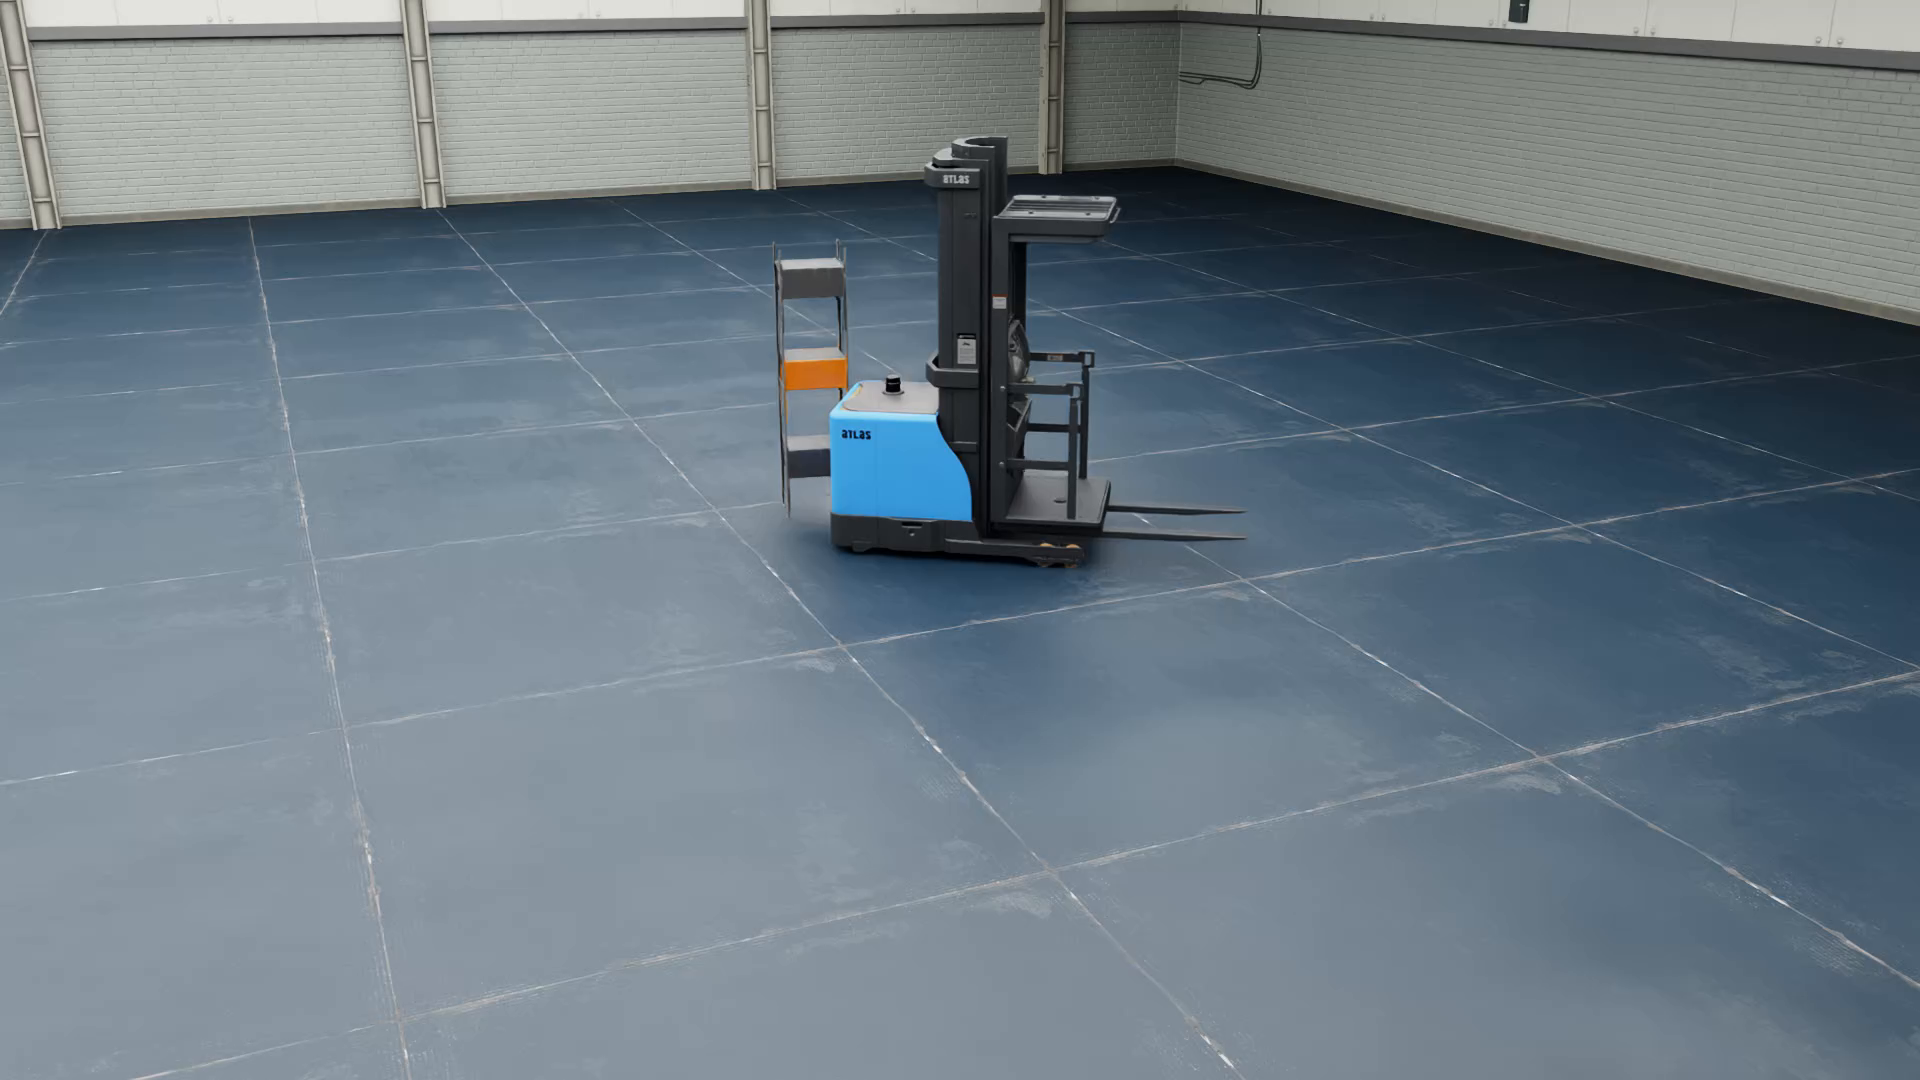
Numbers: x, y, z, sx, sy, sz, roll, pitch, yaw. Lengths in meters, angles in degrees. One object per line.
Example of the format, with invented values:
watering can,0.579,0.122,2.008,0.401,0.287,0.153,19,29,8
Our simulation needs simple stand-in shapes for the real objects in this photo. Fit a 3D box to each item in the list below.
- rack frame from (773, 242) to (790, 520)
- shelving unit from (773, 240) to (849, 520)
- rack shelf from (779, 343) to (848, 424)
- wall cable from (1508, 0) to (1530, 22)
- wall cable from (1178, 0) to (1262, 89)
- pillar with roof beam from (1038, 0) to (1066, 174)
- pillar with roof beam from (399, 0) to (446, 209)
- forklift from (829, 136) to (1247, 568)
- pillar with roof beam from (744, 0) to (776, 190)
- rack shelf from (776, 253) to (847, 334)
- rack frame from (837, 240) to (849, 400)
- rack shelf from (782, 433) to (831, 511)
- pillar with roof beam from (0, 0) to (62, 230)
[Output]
rack frame,-1.373,-1.211,12.799,0.015,2.100,0.400,-4,20,-11
shelving unit,-1.135,-1.228,12.847,0.503,2.100,0.431,-4,20,-11
rack shelf,-1.135,-1.215,12.852,0.480,0.518,0.431,-4,20,-11
wall cable,8.793,-10.339,23.216,0.169,6.003,2.305,-8,21,-22
wall cable,5.047,-10.167,32.524,0.112,2.526,3.097,-8,21,-22
pillar with roof beam,3.523,-10.335,28.325,0.400,9.000,9.100,-8,21,-22
pillar with roof beam,-7.495,-8.756,23.841,0.400,9.000,9.100,-8,21,-22
forklift,0.608,-1.371,12.002,3.031,2.935,1.130,3,20,8
pillar with roof beam,-1.986,-9.546,26.083,0.400,9.000,9.100,-8,21,-22
rack shelf,-1.135,-1.875,12.619,0.480,0.518,0.431,-4,20,-11
rack frame,-0.896,-1.245,12.895,0.015,2.100,0.400,-4,20,-11
rack shelf,-1.135,-0.555,13.084,0.480,0.518,0.431,-4,20,-11
pillar with roof beam,-13.004,-7.967,21.599,0.400,9.000,9.100,-8,21,-22
